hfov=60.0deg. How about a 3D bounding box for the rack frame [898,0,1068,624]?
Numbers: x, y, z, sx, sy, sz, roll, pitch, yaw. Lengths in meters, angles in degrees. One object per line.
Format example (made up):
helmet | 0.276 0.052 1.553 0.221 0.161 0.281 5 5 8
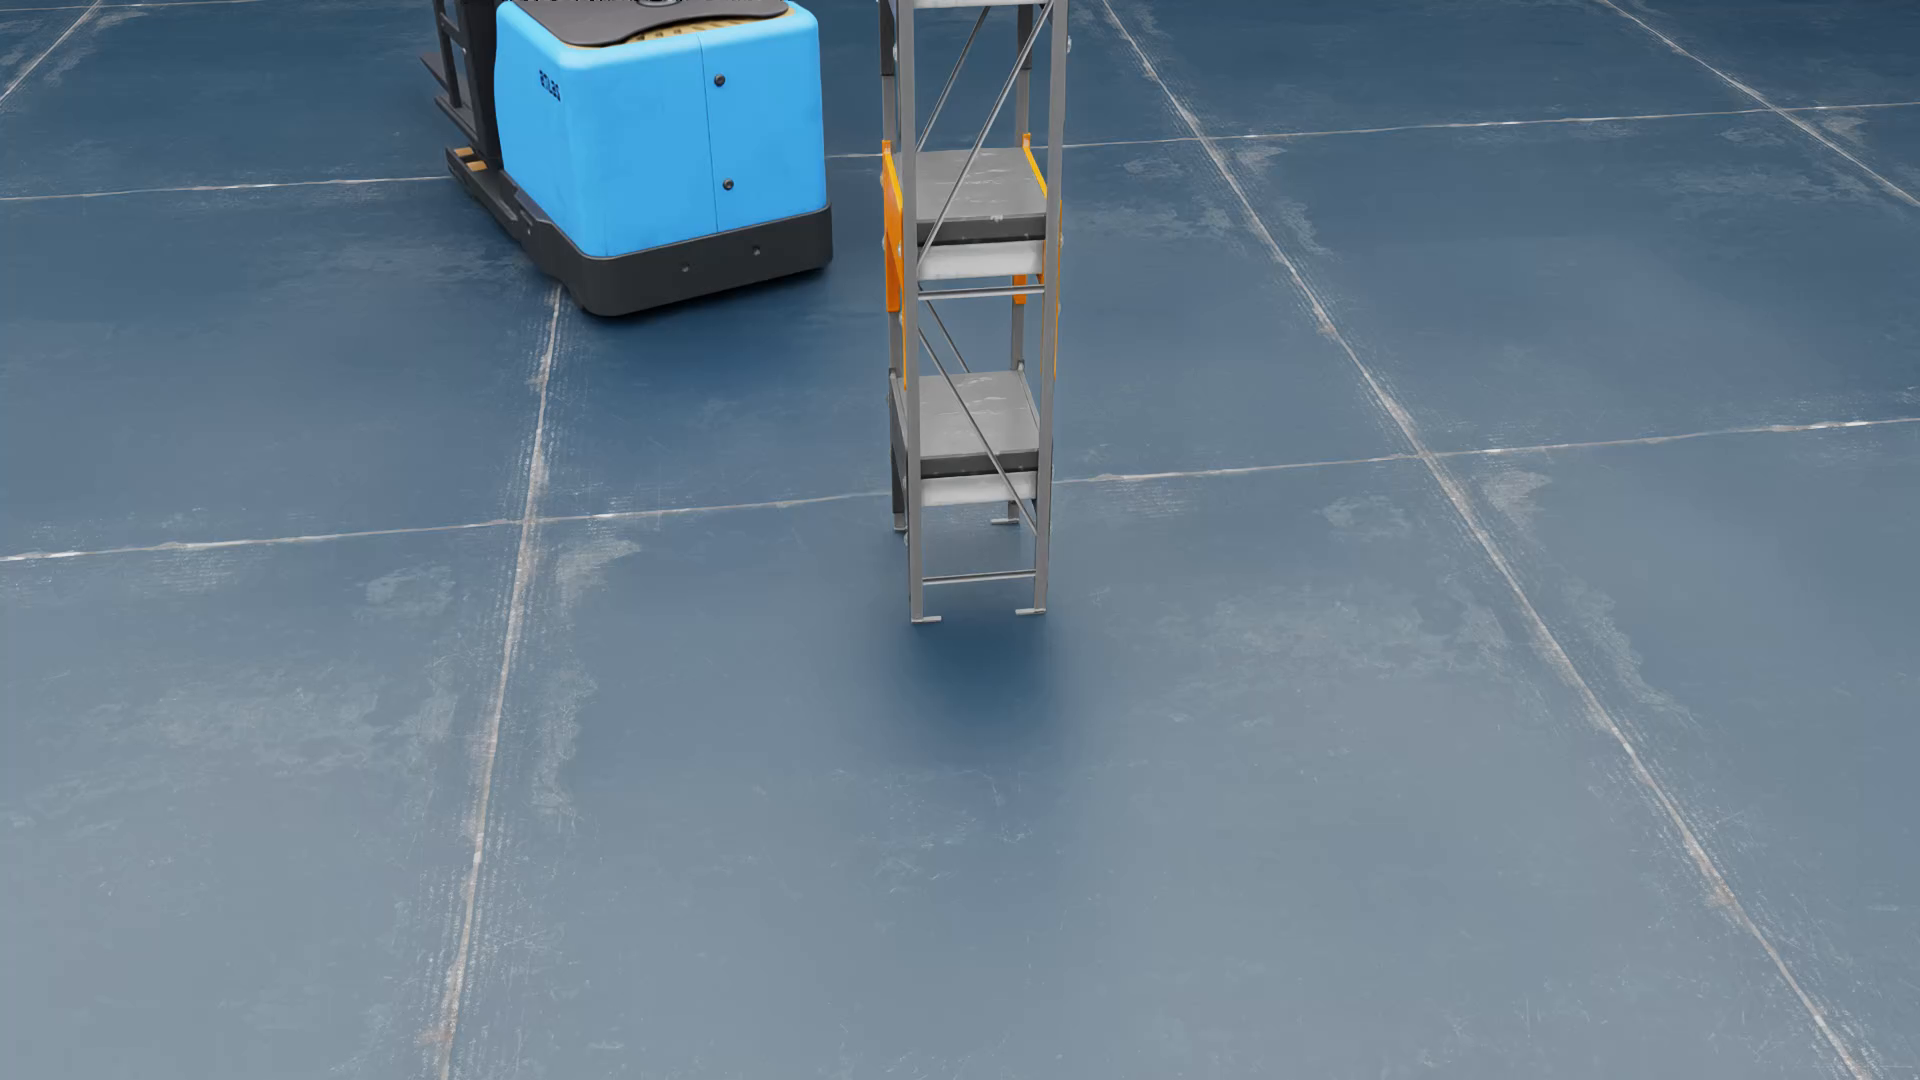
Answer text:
rack frame | 0.055 -0.639 4.323 0.400 2.100 0.015 -4 35 -6

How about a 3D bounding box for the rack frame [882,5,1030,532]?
rack frame | -0.011 -0.911 4.723 0.400 2.100 0.015 -4 35 -6

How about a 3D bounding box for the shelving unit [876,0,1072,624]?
shelving unit | 0.022 -0.775 4.523 0.431 2.100 0.503 -4 35 -6

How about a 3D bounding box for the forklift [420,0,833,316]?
forklift | -1.700 -2.873 6.863 1.130 2.935 3.031 -18 38 -25

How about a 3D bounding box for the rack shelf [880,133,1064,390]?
rack shelf | 0.022 -0.764 4.531 0.431 0.518 0.480 -4 35 -6

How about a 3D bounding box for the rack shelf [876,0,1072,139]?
rack shelf | 0.022 -1.342 4.137 0.431 0.518 0.480 -4 35 -6

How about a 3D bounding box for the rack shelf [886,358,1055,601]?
rack shelf | 0.022 -0.186 4.925 0.431 0.518 0.480 -4 35 -6
